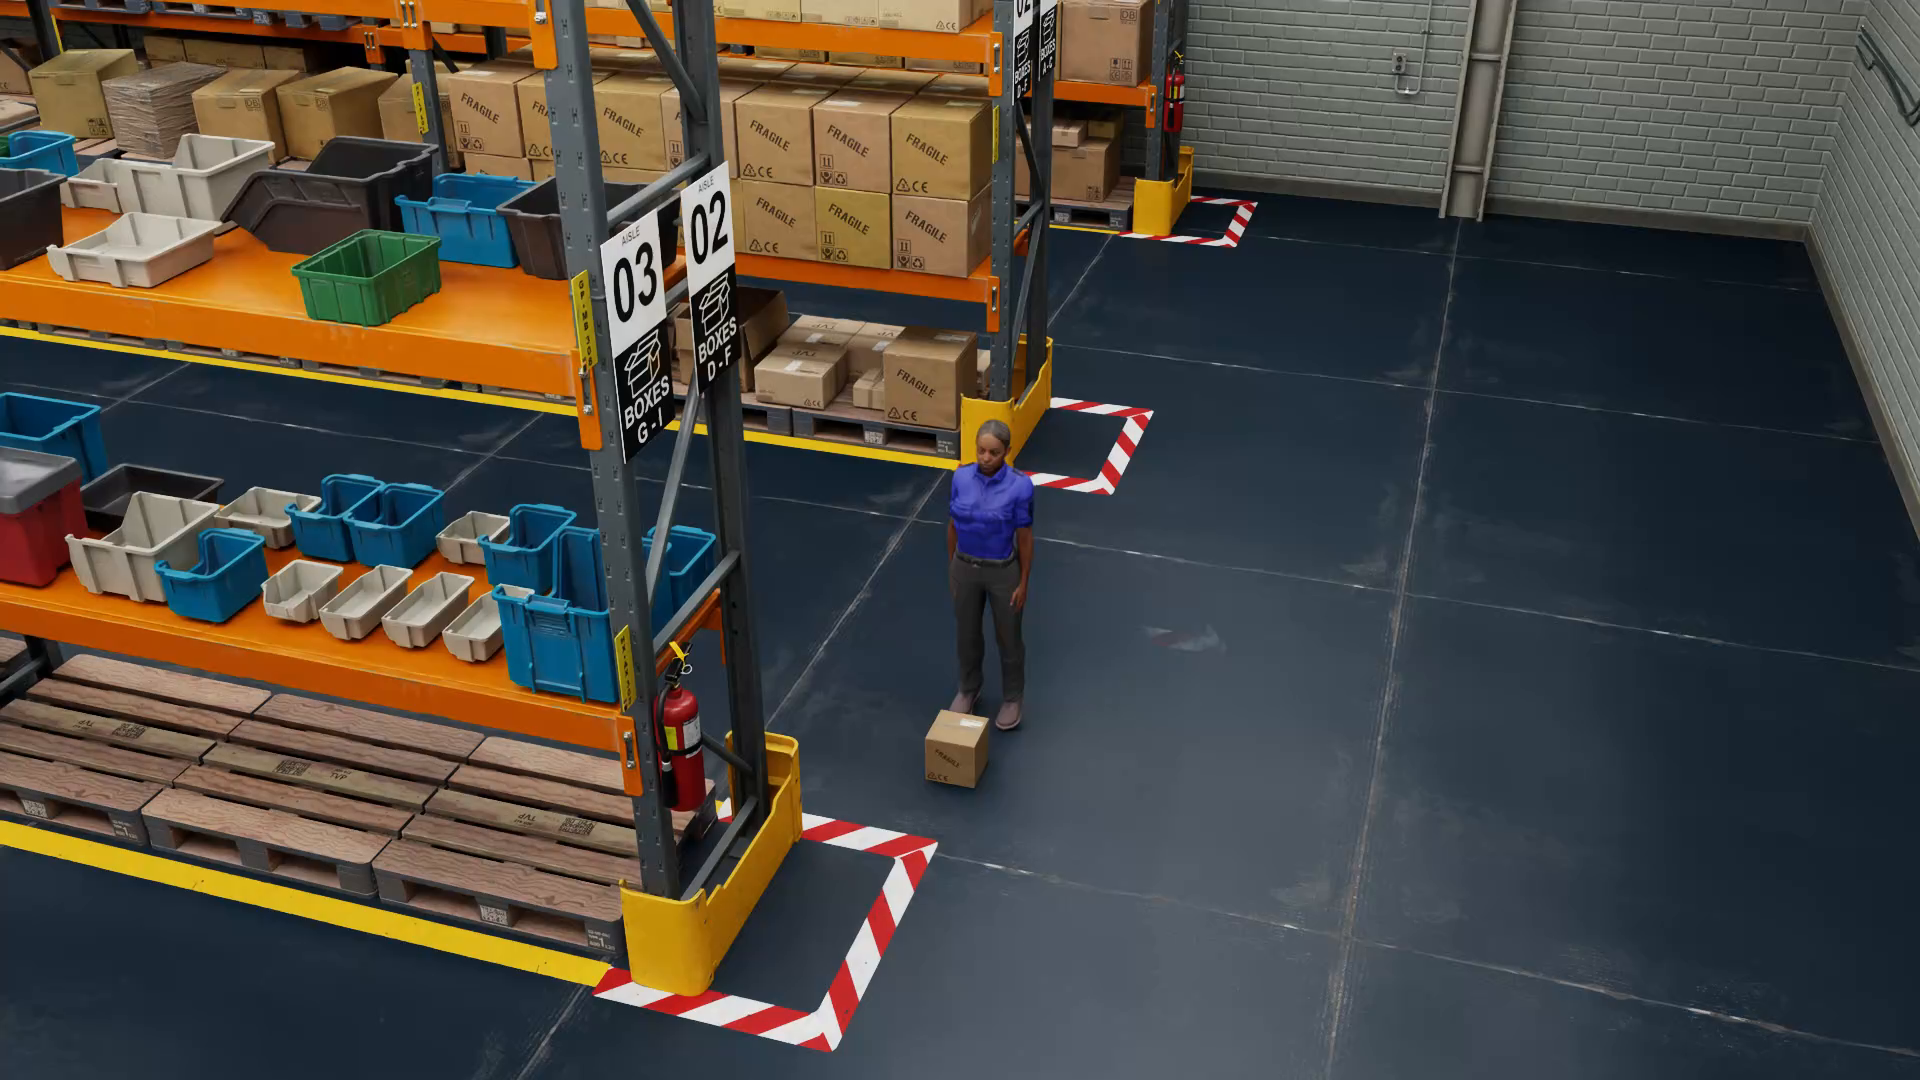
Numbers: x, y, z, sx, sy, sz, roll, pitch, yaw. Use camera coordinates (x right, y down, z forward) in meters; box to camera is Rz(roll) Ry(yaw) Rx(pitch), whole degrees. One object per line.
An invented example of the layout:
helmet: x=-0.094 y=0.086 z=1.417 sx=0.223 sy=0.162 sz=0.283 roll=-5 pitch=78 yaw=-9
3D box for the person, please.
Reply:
person: x=0.146 y=0.170 z=8.199 sx=0.435 sy=1.659 sz=0.309 roll=9 pitch=31 yaw=16
